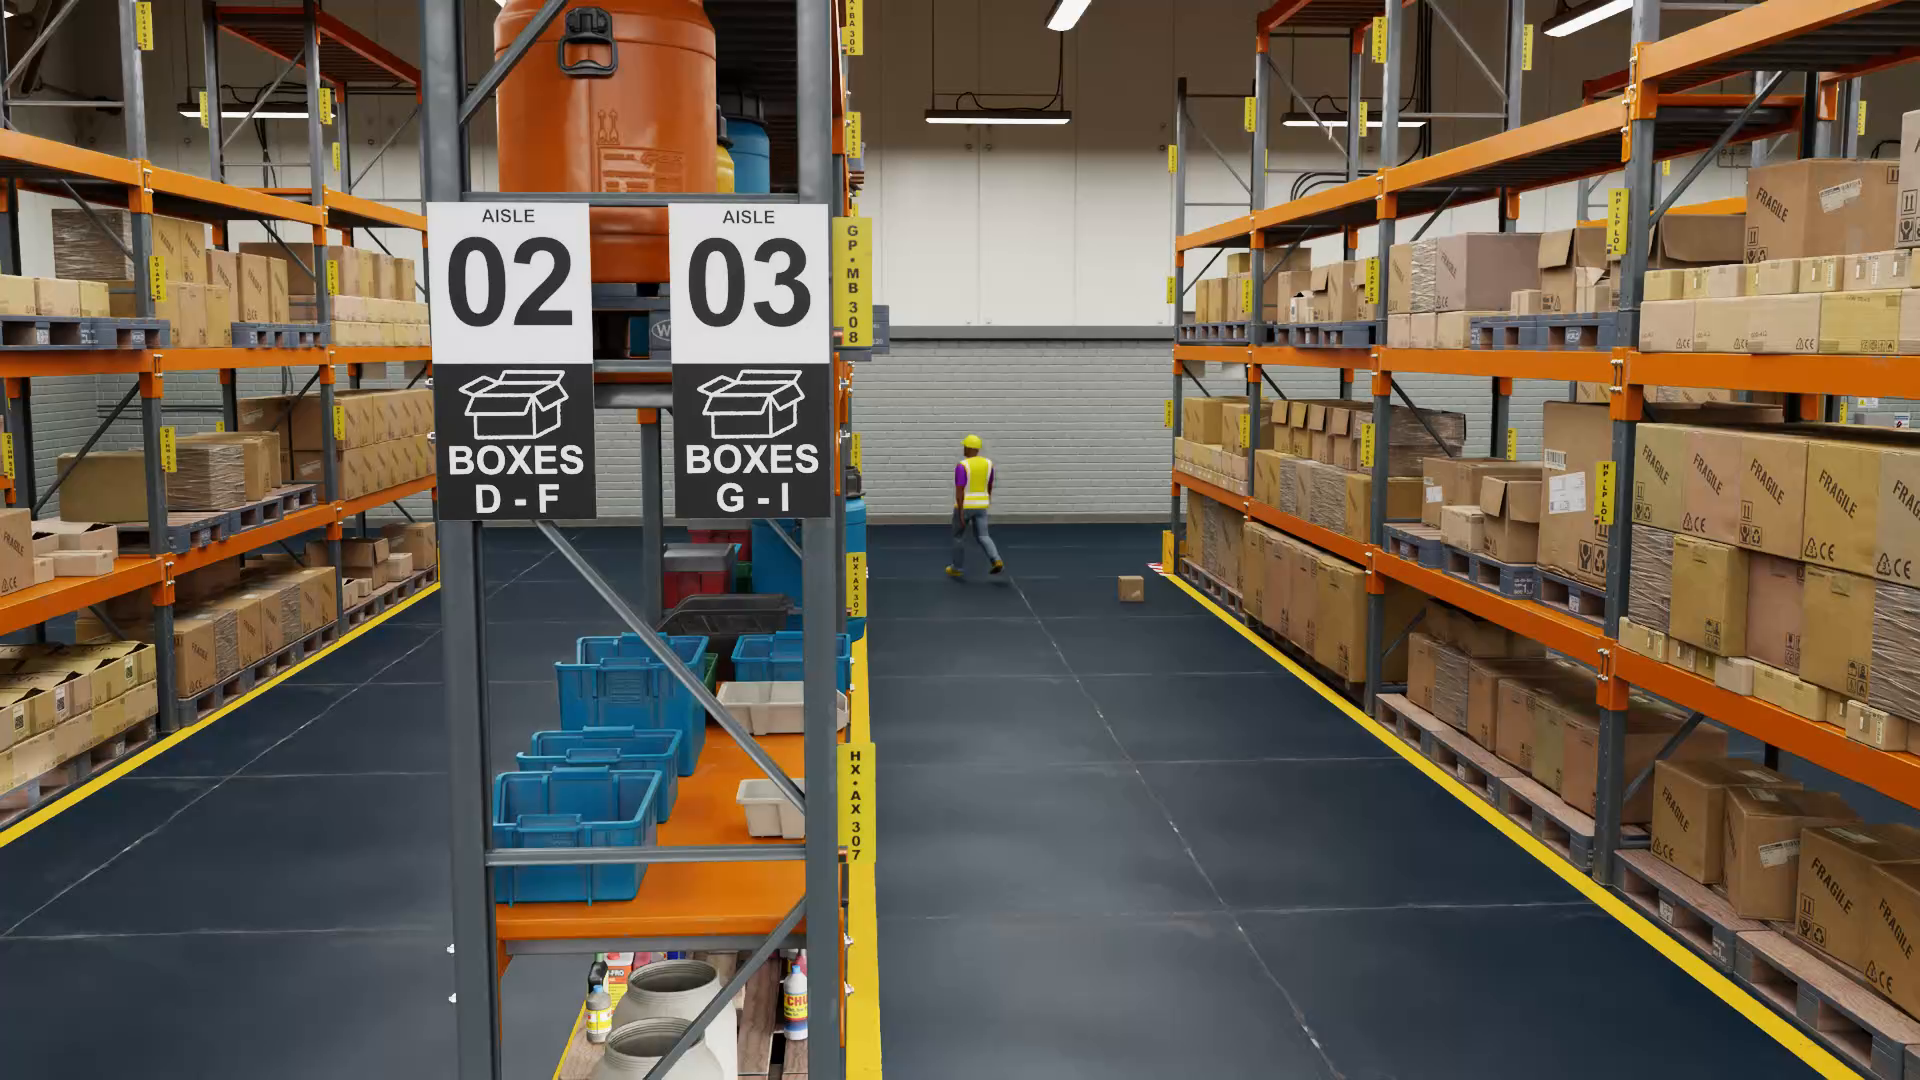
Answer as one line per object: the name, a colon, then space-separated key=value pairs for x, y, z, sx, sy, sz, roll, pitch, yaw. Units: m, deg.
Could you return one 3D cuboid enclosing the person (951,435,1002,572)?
person: x=0.191 y=-0.421 z=19.882 sx=0.559 sy=1.670 sz=0.781 roll=-4 pitch=8 yaw=-30
